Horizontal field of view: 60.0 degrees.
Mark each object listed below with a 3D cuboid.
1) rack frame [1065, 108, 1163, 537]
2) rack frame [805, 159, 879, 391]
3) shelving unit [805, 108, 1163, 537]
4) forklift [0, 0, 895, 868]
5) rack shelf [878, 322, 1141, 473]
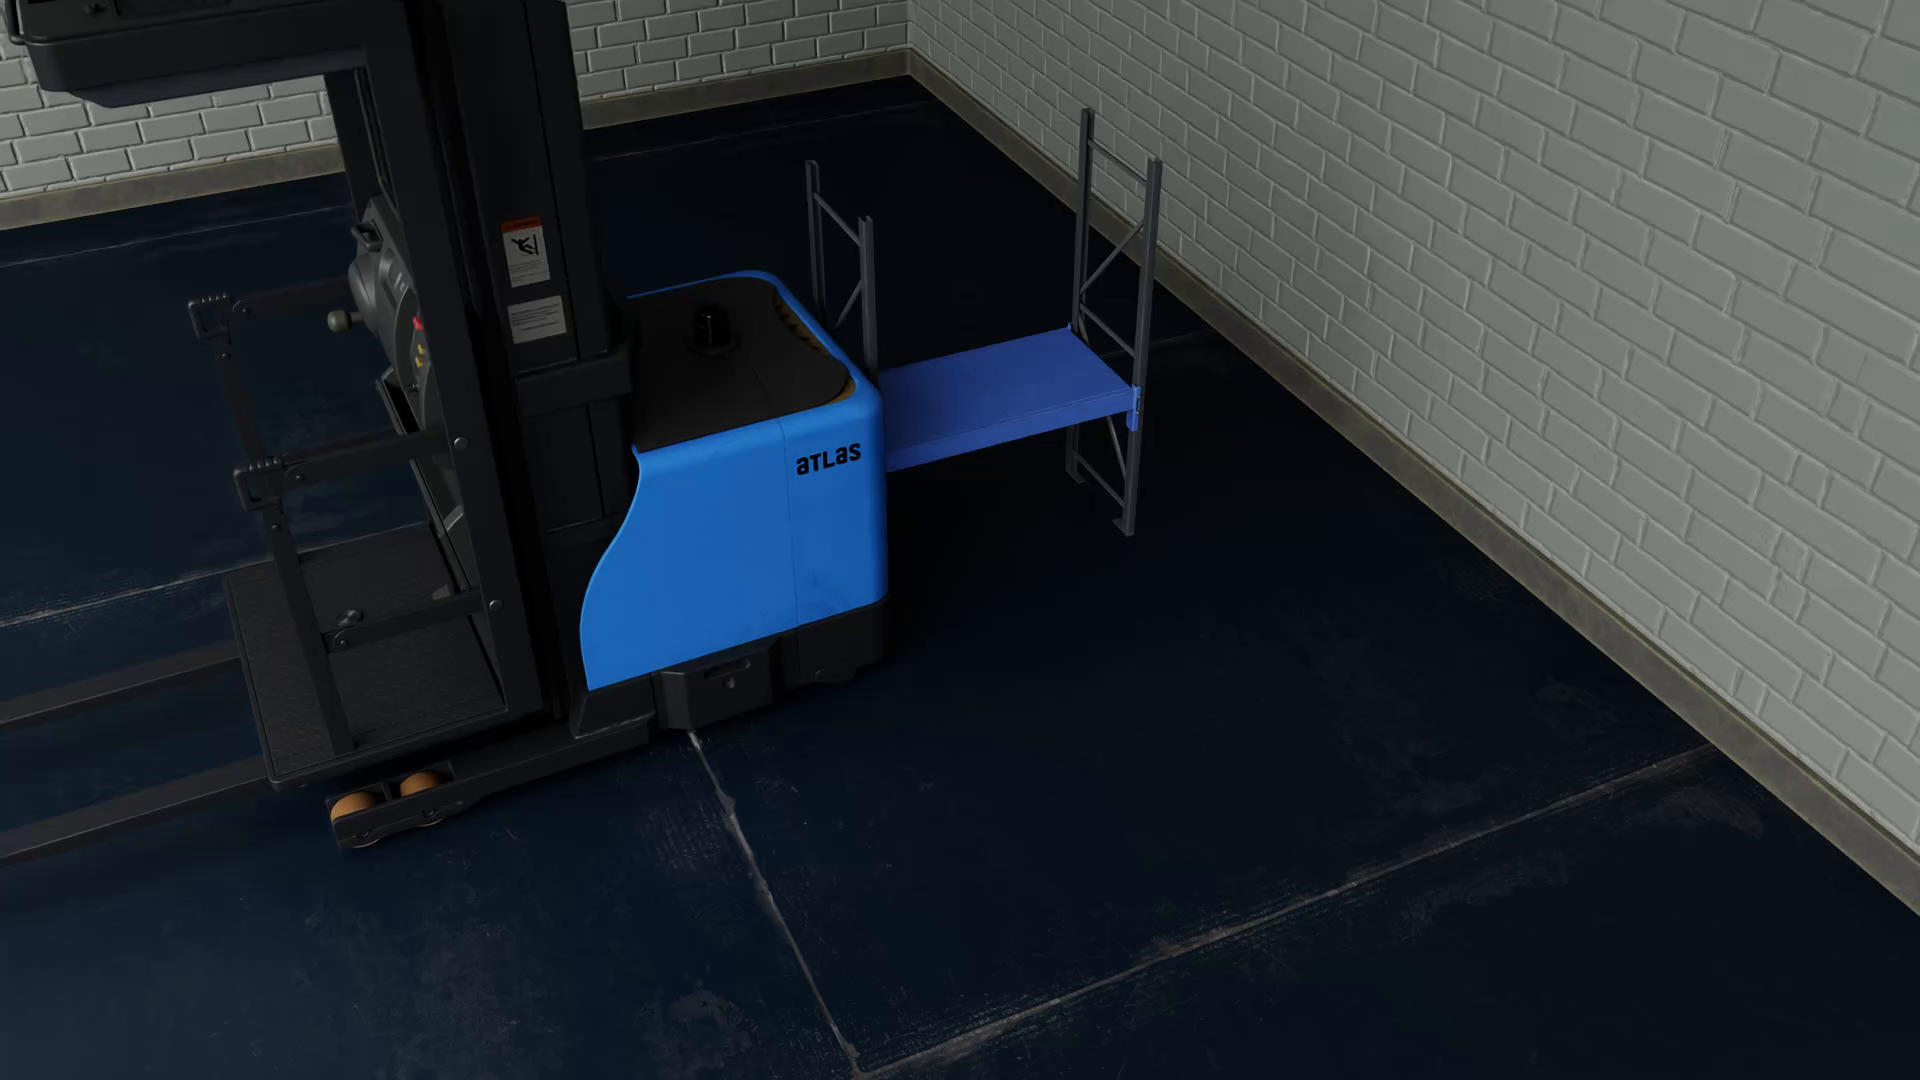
[{"bbox_3d":[0.537,-0.753,6.006,0.032,1.500,0.500,-16,39,-20],"label":"rack frame"},{"bbox_3d":[-0.383,-0.495,5.659,0.032,1.500,0.500,-16,39,-20],"label":"rack frame"},{"bbox_3d":[0.077,-0.624,5.832,1.048,1.500,0.538,-16,39,-20],"label":"shelving unit"},{"bbox_3d":[-1.773,-0.613,4.617,3.031,2.935,1.130,-17,40,-21],"label":"forklift"},{"bbox_3d":[0.077,-0.480,5.939,1.000,0.185,0.538,-16,39,-20],"label":"rack shelf"}]
